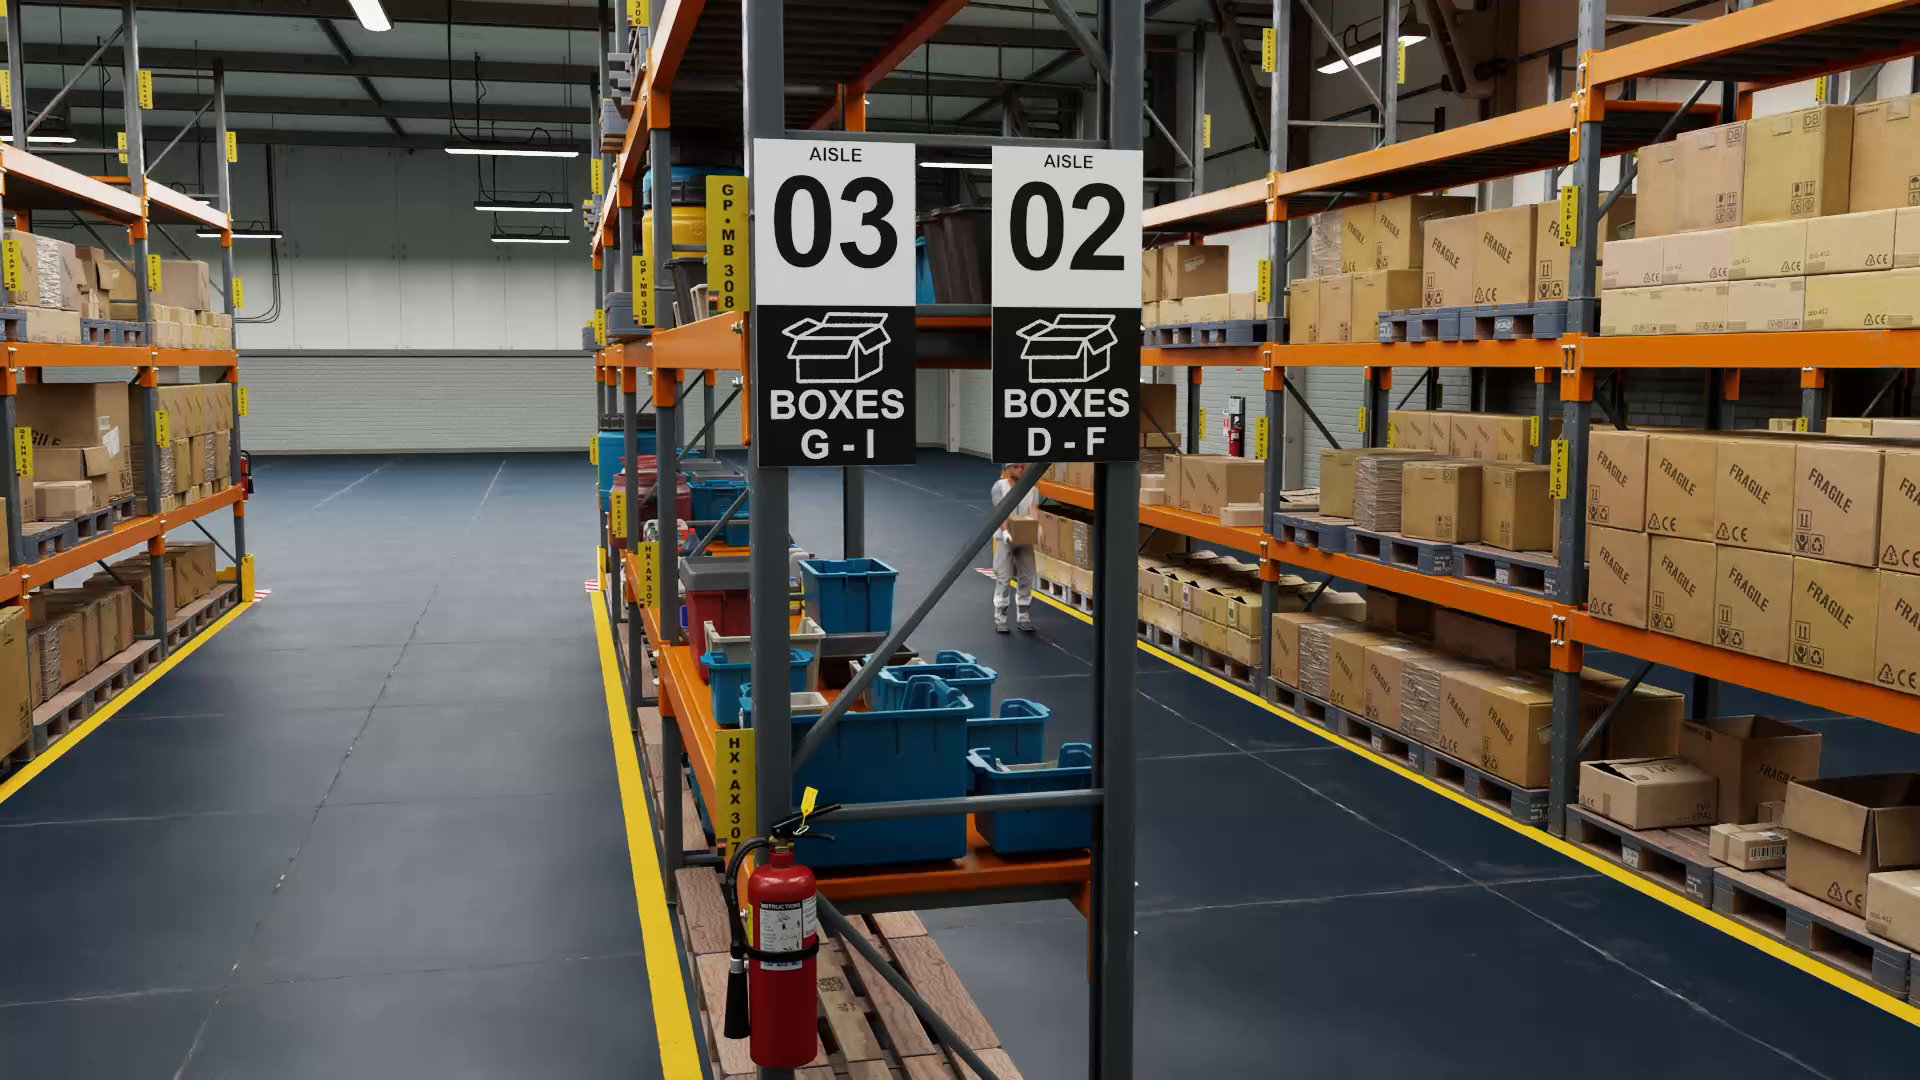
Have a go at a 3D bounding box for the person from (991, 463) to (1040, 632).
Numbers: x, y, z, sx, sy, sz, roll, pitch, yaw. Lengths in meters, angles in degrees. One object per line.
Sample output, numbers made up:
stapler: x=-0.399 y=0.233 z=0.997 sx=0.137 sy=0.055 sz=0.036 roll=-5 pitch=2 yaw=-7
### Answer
person: x=0.577 y=0.027 z=16.526 sx=0.495 sy=1.787 sz=0.551 roll=-2 pitch=6 yaw=-15
